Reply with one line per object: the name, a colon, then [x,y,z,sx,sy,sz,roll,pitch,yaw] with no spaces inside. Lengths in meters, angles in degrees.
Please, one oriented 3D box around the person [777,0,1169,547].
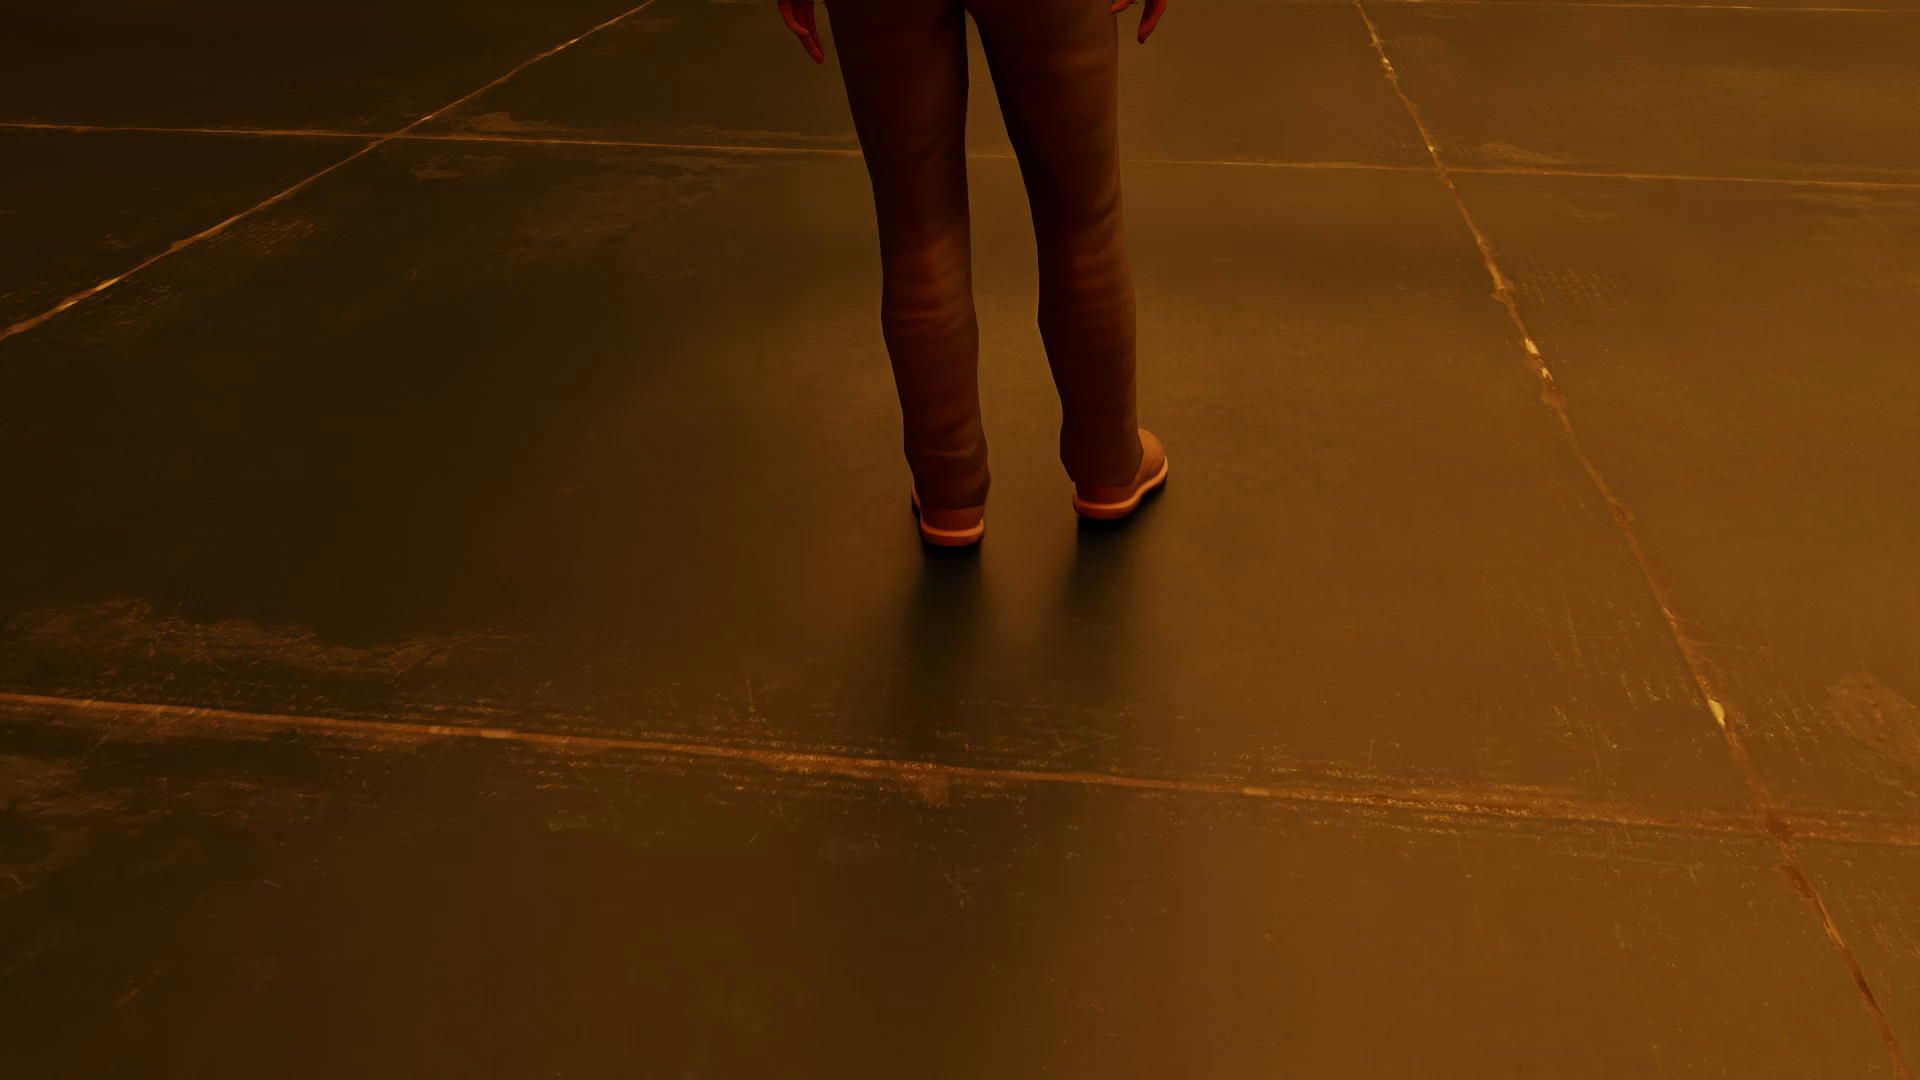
person: [0.031,-0.784,2.203,0.570,1.655,0.503,3,27,7]
